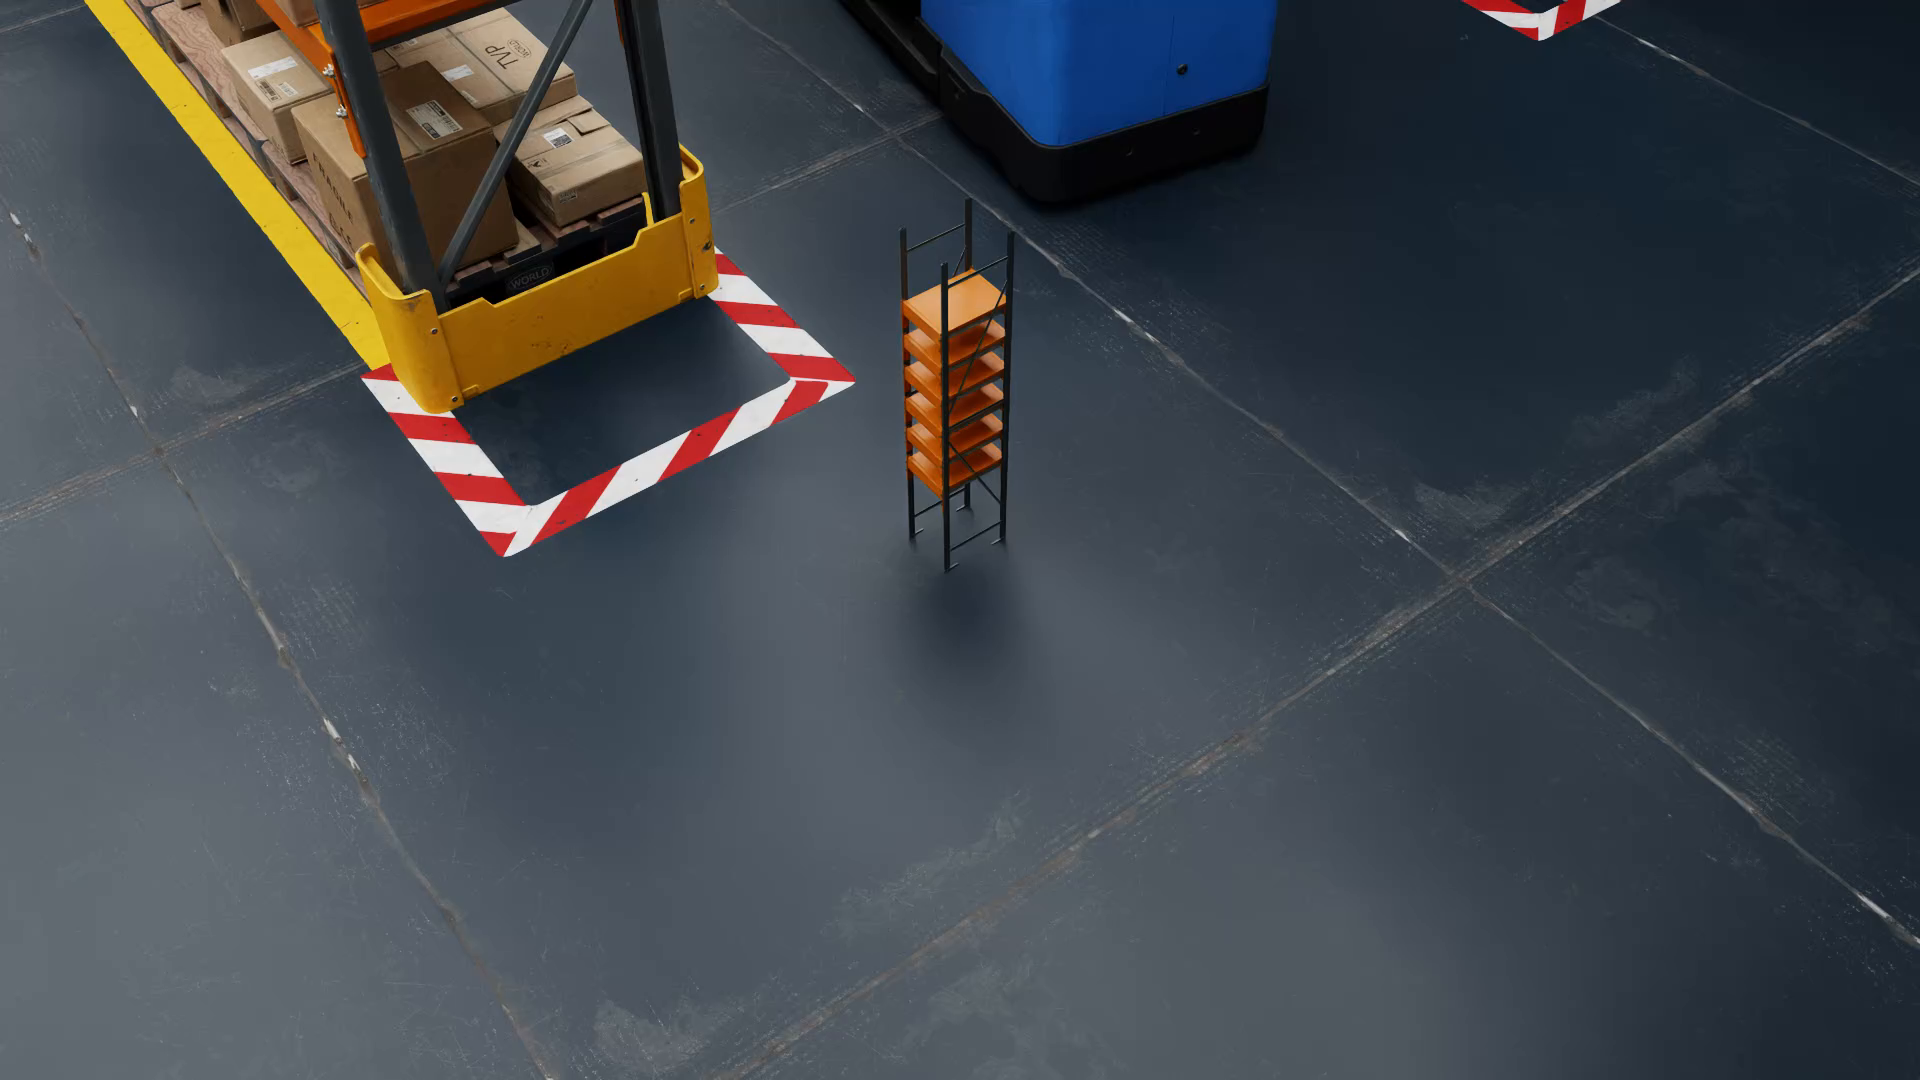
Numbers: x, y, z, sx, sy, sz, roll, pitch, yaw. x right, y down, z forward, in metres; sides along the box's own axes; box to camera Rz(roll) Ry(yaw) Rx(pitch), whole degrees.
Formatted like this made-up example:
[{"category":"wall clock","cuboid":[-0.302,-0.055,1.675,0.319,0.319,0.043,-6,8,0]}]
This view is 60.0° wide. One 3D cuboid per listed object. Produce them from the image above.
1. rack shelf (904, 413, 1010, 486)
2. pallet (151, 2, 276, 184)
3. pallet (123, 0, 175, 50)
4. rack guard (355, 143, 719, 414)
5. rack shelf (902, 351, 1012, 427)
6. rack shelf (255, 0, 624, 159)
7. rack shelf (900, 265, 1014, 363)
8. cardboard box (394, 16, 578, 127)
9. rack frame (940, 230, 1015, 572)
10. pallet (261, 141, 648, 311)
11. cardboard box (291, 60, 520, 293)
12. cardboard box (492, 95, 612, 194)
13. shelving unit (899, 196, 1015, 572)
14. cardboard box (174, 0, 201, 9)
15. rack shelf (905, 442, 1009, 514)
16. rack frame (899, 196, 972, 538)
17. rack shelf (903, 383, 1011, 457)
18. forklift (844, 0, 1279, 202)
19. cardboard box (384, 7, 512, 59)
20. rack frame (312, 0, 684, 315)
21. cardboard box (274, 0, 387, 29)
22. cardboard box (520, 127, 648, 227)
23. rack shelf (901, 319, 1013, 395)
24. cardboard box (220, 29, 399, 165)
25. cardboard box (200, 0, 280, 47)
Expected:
[{"category":"rack shelf","cuboid":[-0.009,-0.301,4.935,0.258,0.103,0.180,-29,54,-24]},{"category":"pallet","cuboid":[-2.646,-2.030,6.948,1.003,0.211,1.213,-29,54,-24]},{"category":"pallet","cuboid":[-3.389,-2.750,7.601,1.003,0.211,1.213,-29,54,-24]},{"category":"rack guard","cuboid":[-1.428,-0.939,5.763,1.175,0.500,0.348,-29,54,-24]},{"category":"rack shelf","cuboid":[-0.009,-0.462,4.757,0.258,0.103,0.180,-29,54,-24]},{"category":"rack shelf","cuboid":[-2.593,-2.671,6.132,1.077,0.370,4.000,-29,54,-24]},{"category":"rack shelf","cuboid":[-0.009,-0.623,4.579,0.258,0.103,0.180,-29,54,-24]},{"category":"cardboard box","cuboid":[-1.788,-1.700,6.326,0.500,0.250,0.500,-29,54,-24]},{"category":"rack frame","cuboid":[0.047,-0.358,4.764,0.240,1.200,0.006,-29,54,-24]},{"category":"pallet","cuboid":[-1.911,-1.311,6.296,1.003,0.211,1.213,-29,54,-24]},{"category":"cardboard box","cuboid":[-1.907,-1.252,5.750,0.500,0.500,0.500,-29,54,-24]},{"category":"cardboard box","cuboid":[-1.513,-1.478,6.181,0.380,0.166,0.250,-29,54,-24]},{"category":"shelving unit","cuboid":[-0.009,-0.412,4.813,0.258,1.200,0.189,-29,54,-24]},{"category":"cardboard box","cuboid":[-3.190,-2.438,7.051,0.380,0.166,0.250,-29,54,-24]},{"category":"rack shelf","cuboid":[-0.009,-0.220,5.024,0.258,0.103,0.180,-29,54,-24]},{"category":"rack frame","cuboid":[-0.064,-0.465,4.862,0.240,1.200,0.006,-29,54,-24]},{"category":"rack shelf","cuboid":[-0.009,-0.382,4.846,0.258,0.103,0.180,-29,54,-24]},{"category":"forklift","cuboid":[0.095,-3.369,6.326,1.130,2.935,3.031,-20,51,-18]},{"category":"cardboard box","cuboid":[-2.091,-1.995,6.593,0.500,0.250,0.500,-29,54,-24]},{"category":"rack frame","cuboid":[-1.382,-1.733,4.797,1.000,3.000,0.127,-29,54,-24]},{"category":"cardboard box","cuboid":[-1.869,-1.909,4.888,0.500,0.500,0.500,-28,54,-23]},{"category":"cardboard box","cuboid":[-1.362,-1.325,6.054,0.380,0.149,0.250,-29,54,-24]},{"category":"rack shelf","cuboid":[-0.009,-0.543,4.668,0.258,0.103,0.180,-29,54,-24]},{"category":"cardboard box","cuboid":[-2.458,-1.741,6.363,0.500,0.250,0.500,-29,54,-24]},{"category":"cardboard box","cuboid":[-2.662,-2.296,6.695,0.797,0.503,0.637,-29,54,-24]}]
